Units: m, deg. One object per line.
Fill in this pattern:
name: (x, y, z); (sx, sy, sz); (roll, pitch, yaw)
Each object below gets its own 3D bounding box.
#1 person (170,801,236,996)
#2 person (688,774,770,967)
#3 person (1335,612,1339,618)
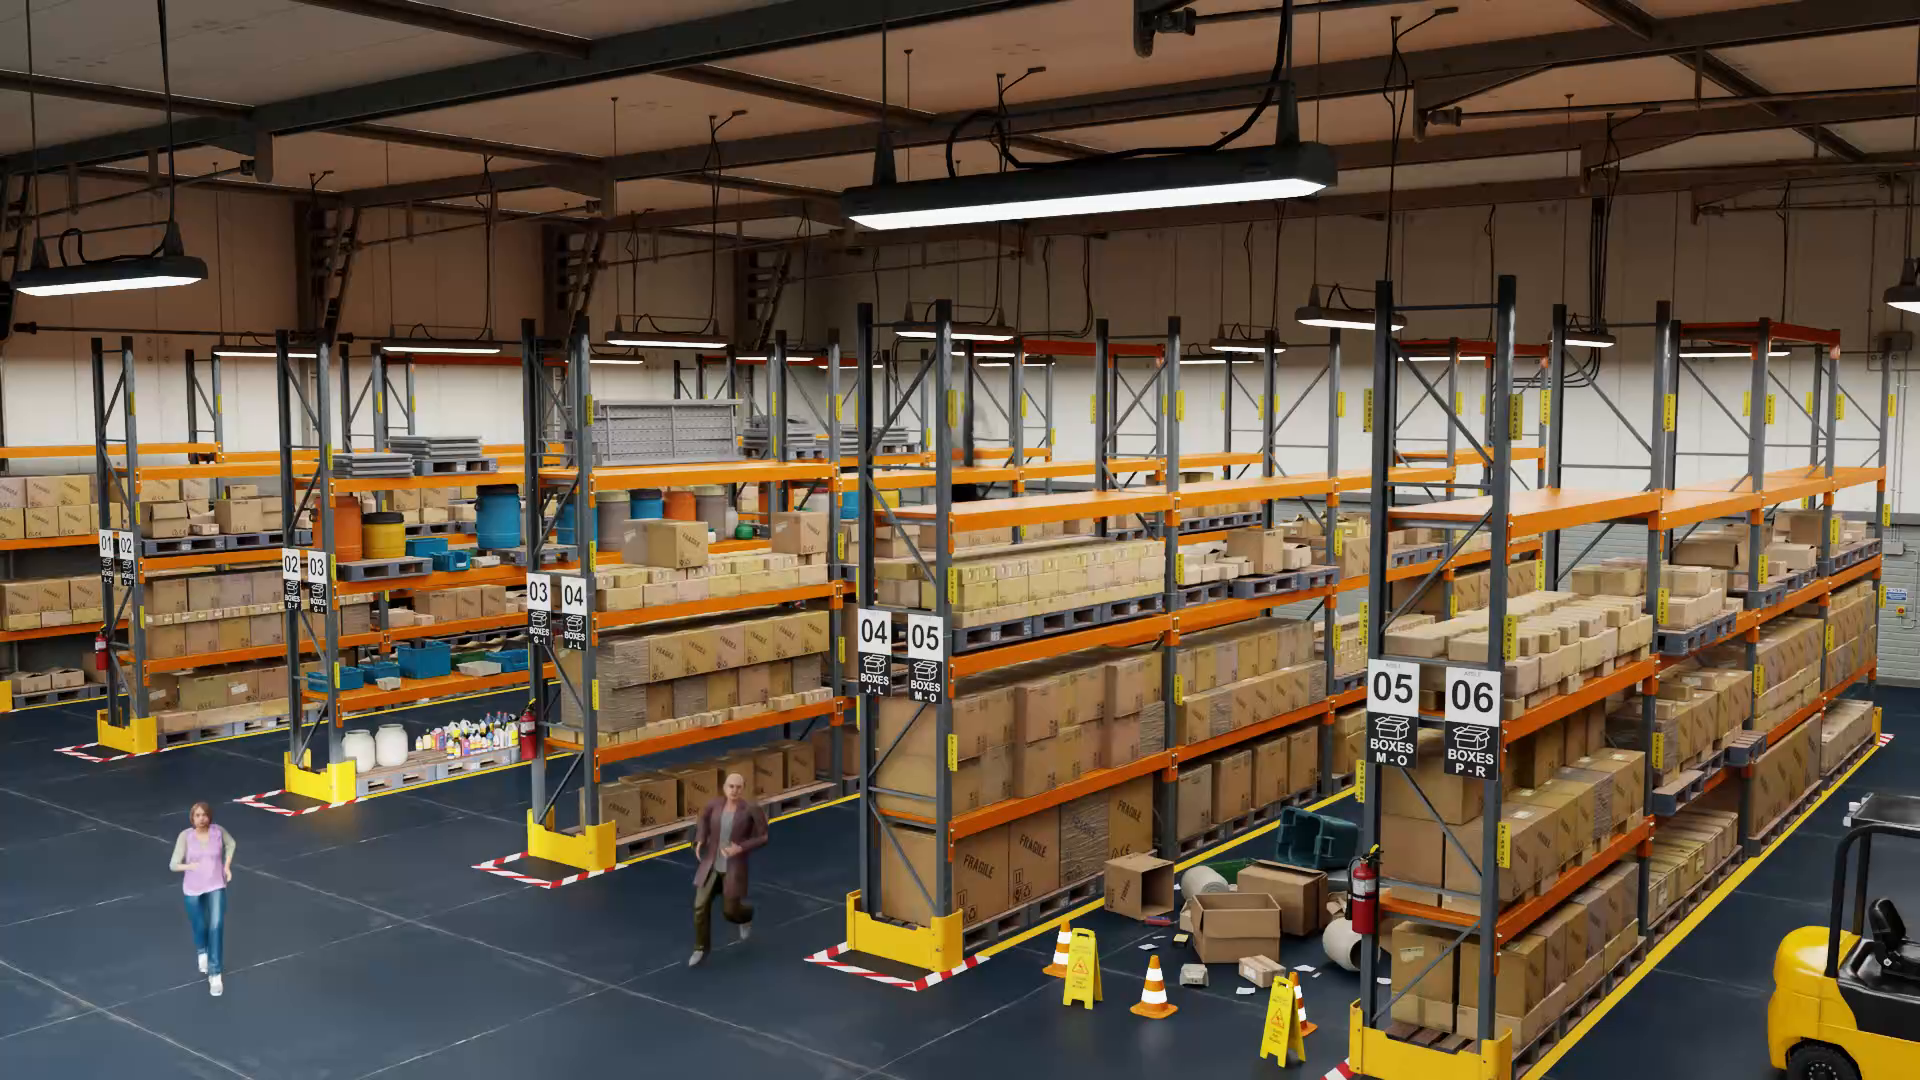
person: (-6.611, 3.085, 14.549); (0.526, 1.620, 0.787); (-2, 5, -24)
person: (-2.113, 3.001, 15.331); (0.738, 1.724, 0.806); (1, 5, 14)
person: (5.952, 1.990, 26.636); (0.697, 1.717, 0.609); (4, 6, 38)
